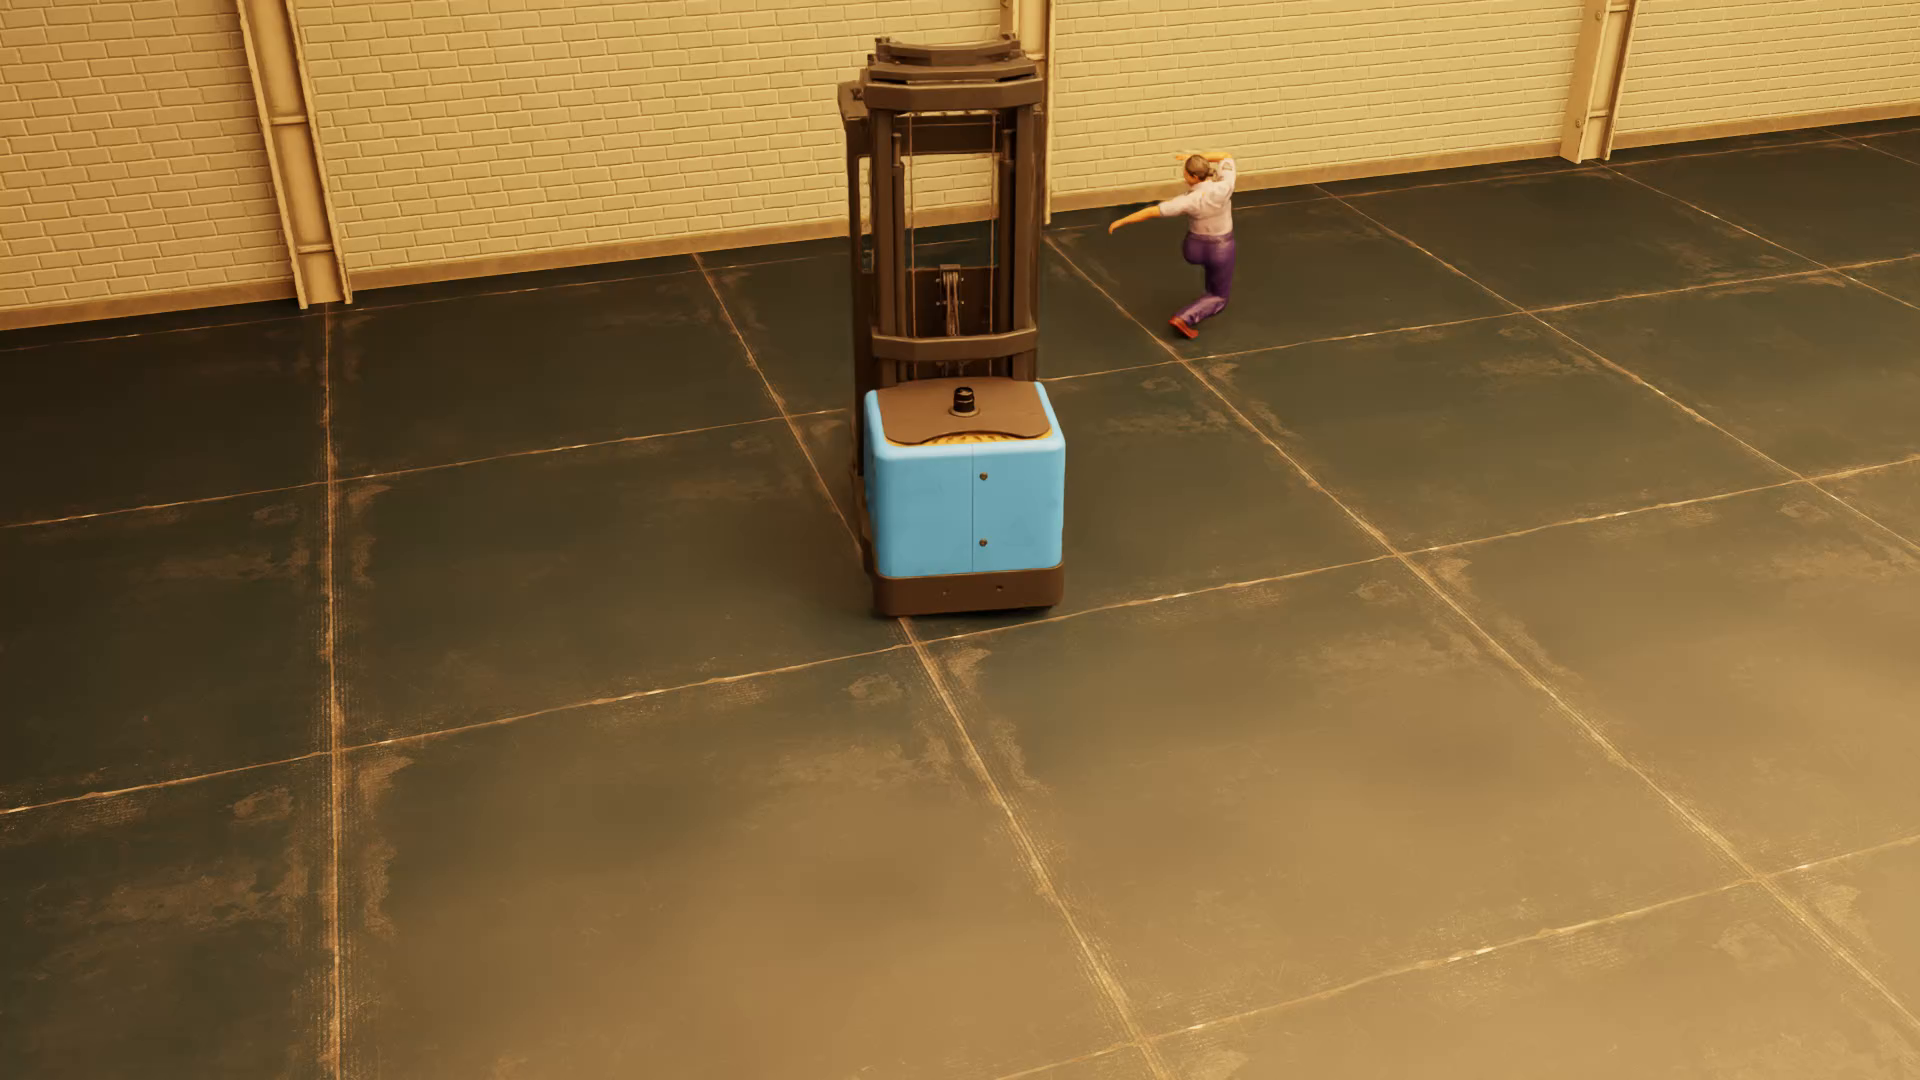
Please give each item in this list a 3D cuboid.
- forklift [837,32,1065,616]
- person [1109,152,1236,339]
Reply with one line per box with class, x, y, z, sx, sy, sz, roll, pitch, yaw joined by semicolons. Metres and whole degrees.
forklift;-0.118;-1.565;9.807;1.130;2.935;3.031;-4;30;-6
person;1.675;-2.329;12.729;0.909;1.378;0.933;12;32;20
